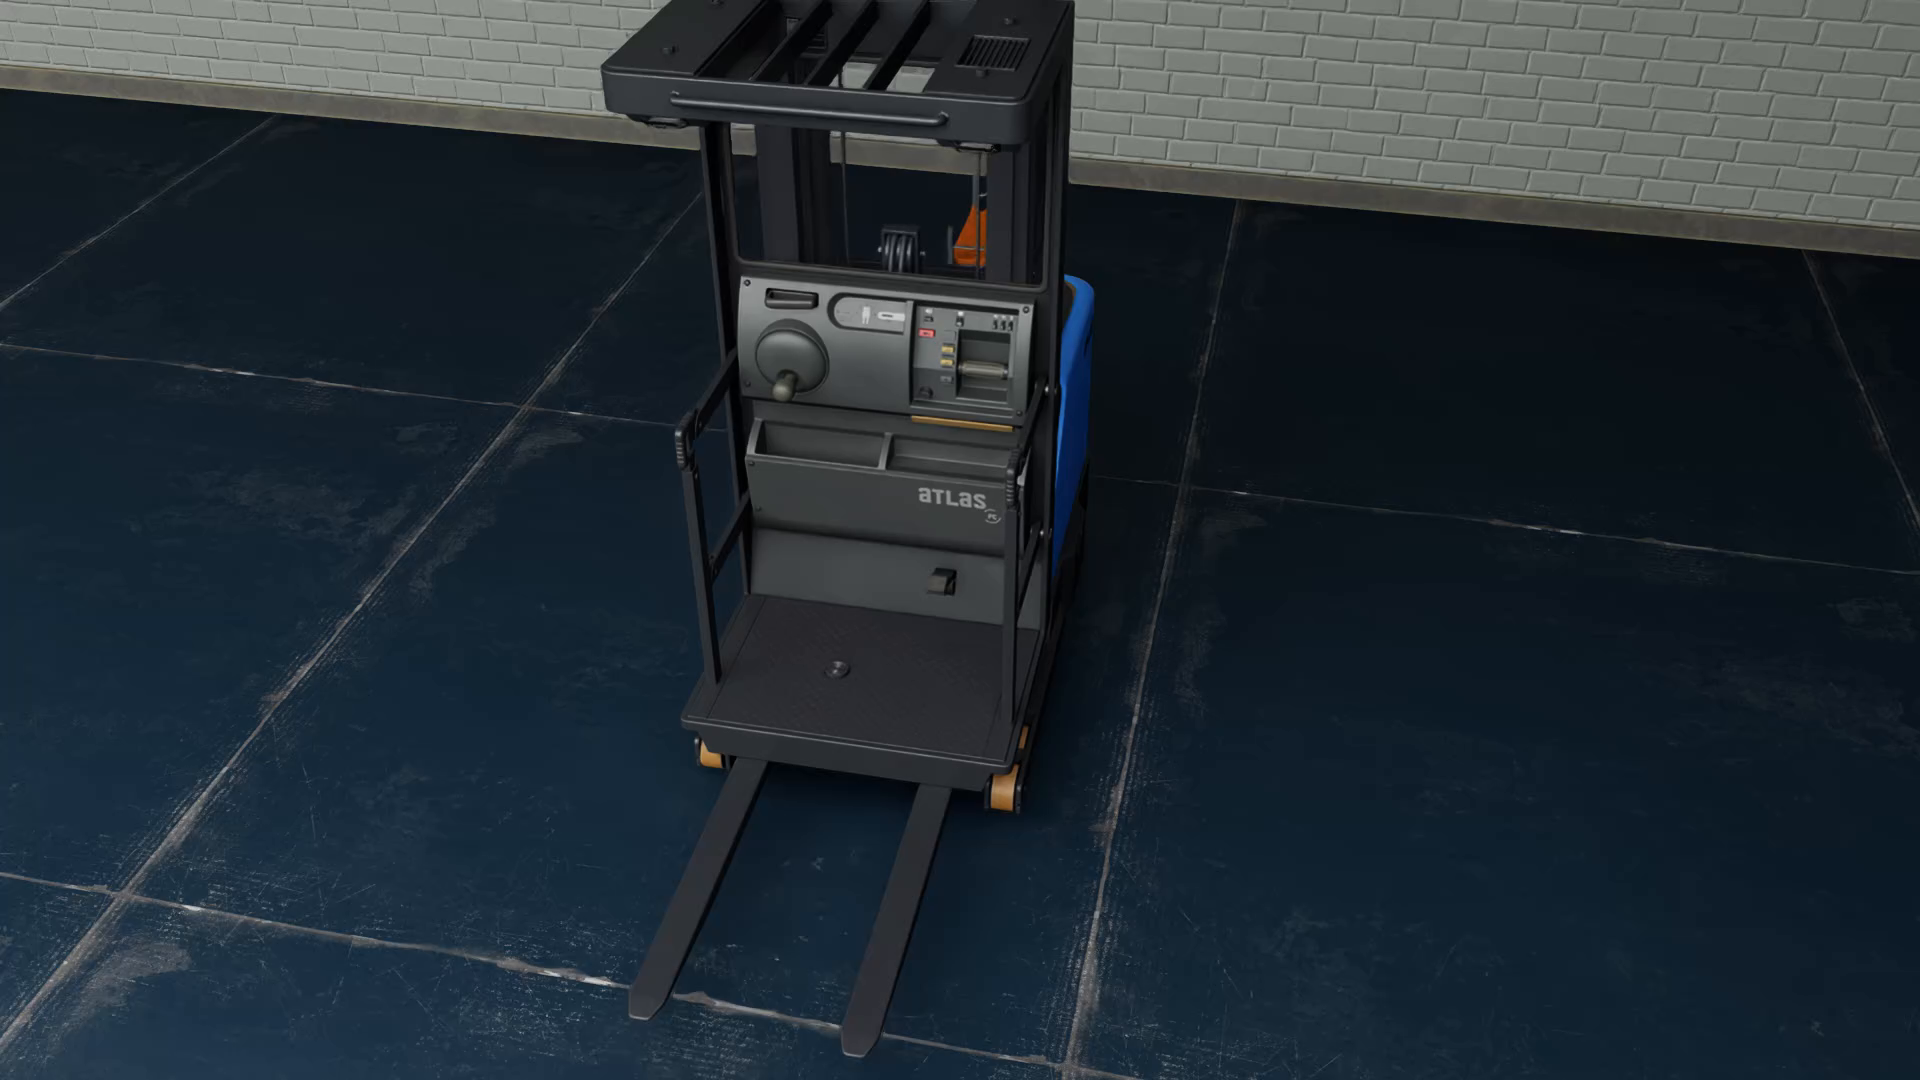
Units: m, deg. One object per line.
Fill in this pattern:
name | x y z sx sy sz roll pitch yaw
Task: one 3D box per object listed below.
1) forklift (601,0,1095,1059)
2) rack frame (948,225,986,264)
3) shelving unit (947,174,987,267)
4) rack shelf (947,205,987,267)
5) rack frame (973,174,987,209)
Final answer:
forklift | -0.277 -0.528 4.981 1.130 2.935 3.031 7 37 9
rack frame | 0.073 -0.705 6.700 0.240 1.200 0.015 7 37 9
shelving unit | 0.122 -0.845 6.894 0.258 1.200 0.503 7 37 9
rack shelf | 0.122 -1.164 6.663 0.258 0.148 0.480 7 37 9
rack frame | 0.171 -0.986 7.088 0.240 1.200 0.015 7 37 9
